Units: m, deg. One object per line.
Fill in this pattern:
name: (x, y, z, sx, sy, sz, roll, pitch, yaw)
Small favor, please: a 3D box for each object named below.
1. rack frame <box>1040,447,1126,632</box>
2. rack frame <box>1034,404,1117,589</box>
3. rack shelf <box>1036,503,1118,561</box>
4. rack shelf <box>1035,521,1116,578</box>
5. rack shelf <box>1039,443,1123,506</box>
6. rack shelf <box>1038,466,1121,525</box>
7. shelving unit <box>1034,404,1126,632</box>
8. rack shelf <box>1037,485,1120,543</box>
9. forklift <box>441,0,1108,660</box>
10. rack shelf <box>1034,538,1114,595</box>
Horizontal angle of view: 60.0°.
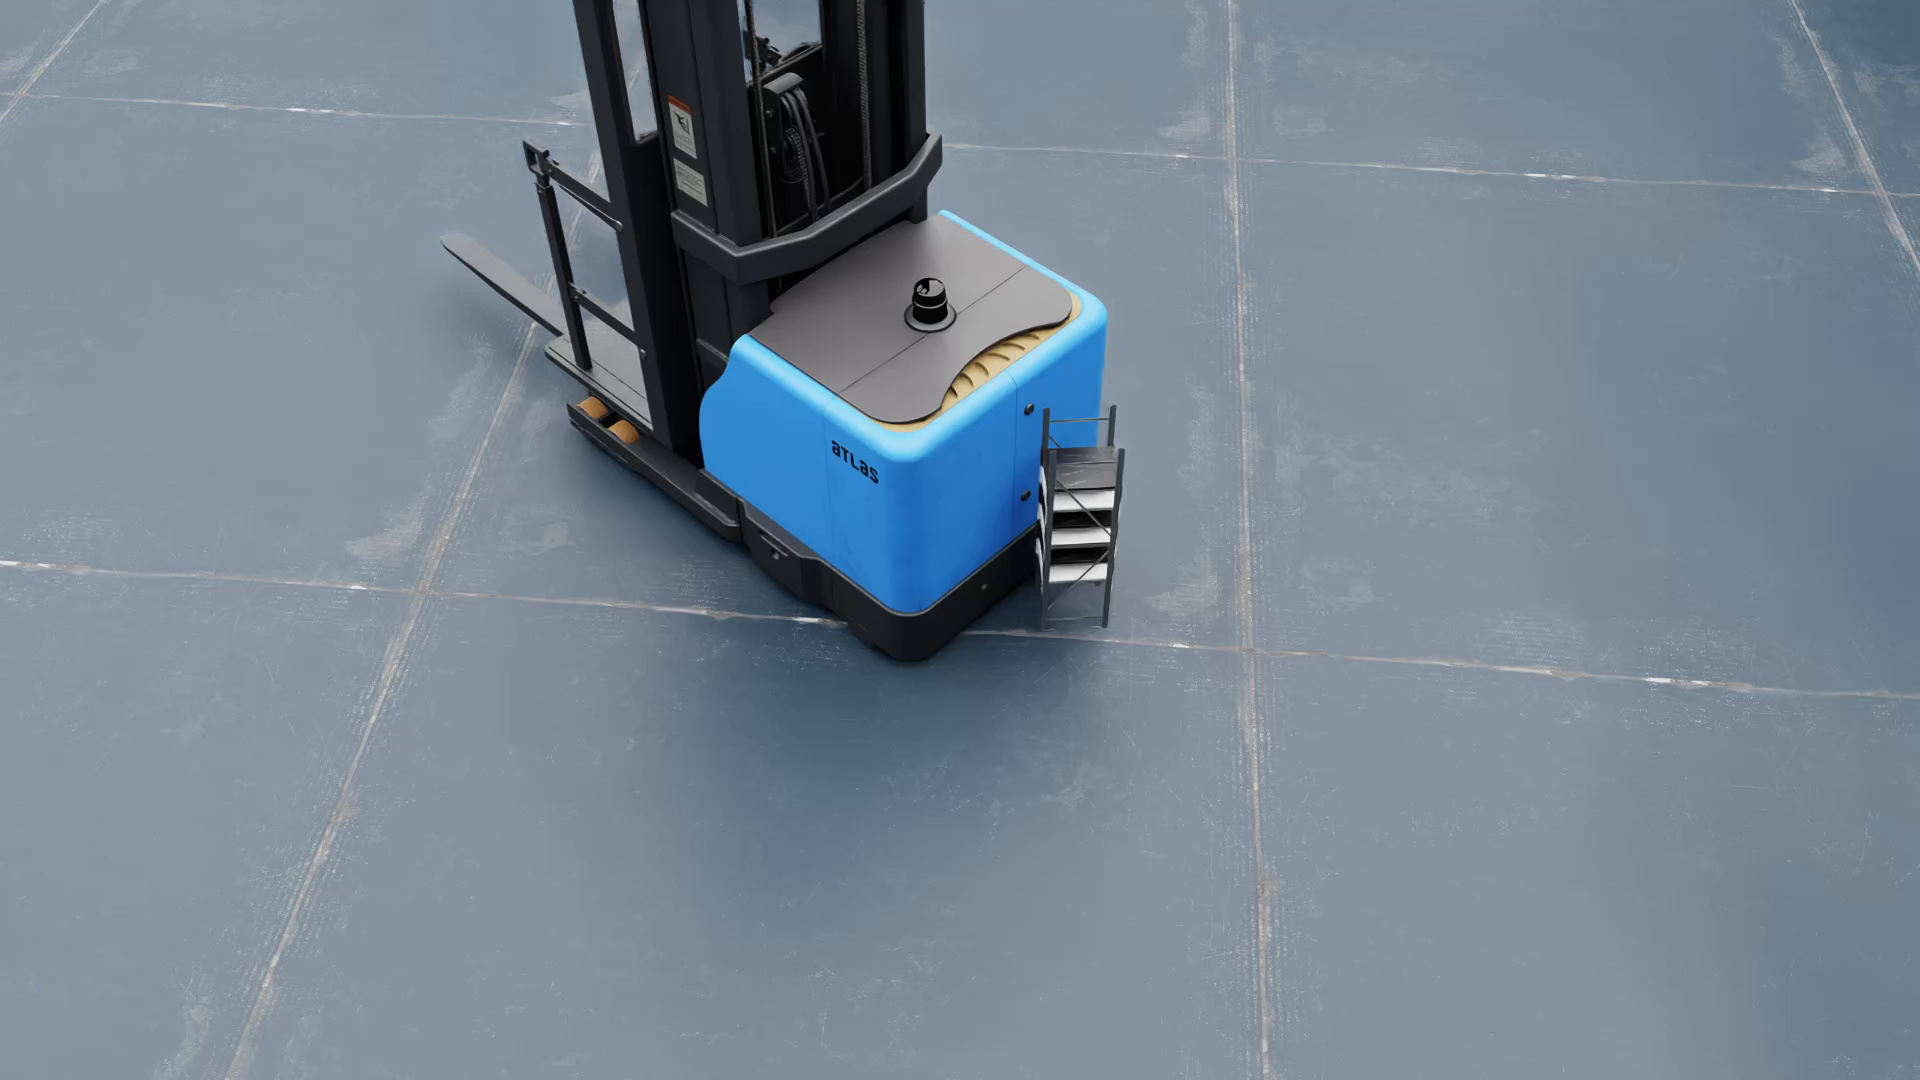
rack frame: (0.407, 0.017, 5.625, 0.240, 0.900, 0.006, -3, 48, -3)
rack frame: (0.393, -0.133, 5.761, 0.240, 0.900, 0.006, -3, 48, -3)
rack shelf: (0.400, -0.035, 5.718, 0.258, 0.077, 0.200, -3, 48, -3)
rack shelf: (0.400, 0.026, 5.784, 0.258, 0.077, 0.200, -3, 48, -3)
rack shelf: (0.400, -0.217, 5.518, 0.258, 0.077, 0.200, -3, 48, -3)
rack shelf: (0.400, -0.157, 5.585, 0.258, 0.077, 0.200, -3, 48, -3)
shelving unit: (0.400, -0.058, 5.693, 0.258, 0.900, 0.210, -3, 48, -3)
rack shelf: (0.400, -0.096, 5.651, 0.258, 0.077, 0.200, -3, 48, -3)
forklift: (-0.905, -1.541, 5.673, 3.031, 2.935, 1.130, 35, 57, 28)
rack shelf: (0.400, 0.086, 5.850, 0.258, 0.077, 0.200, -3, 48, -3)
